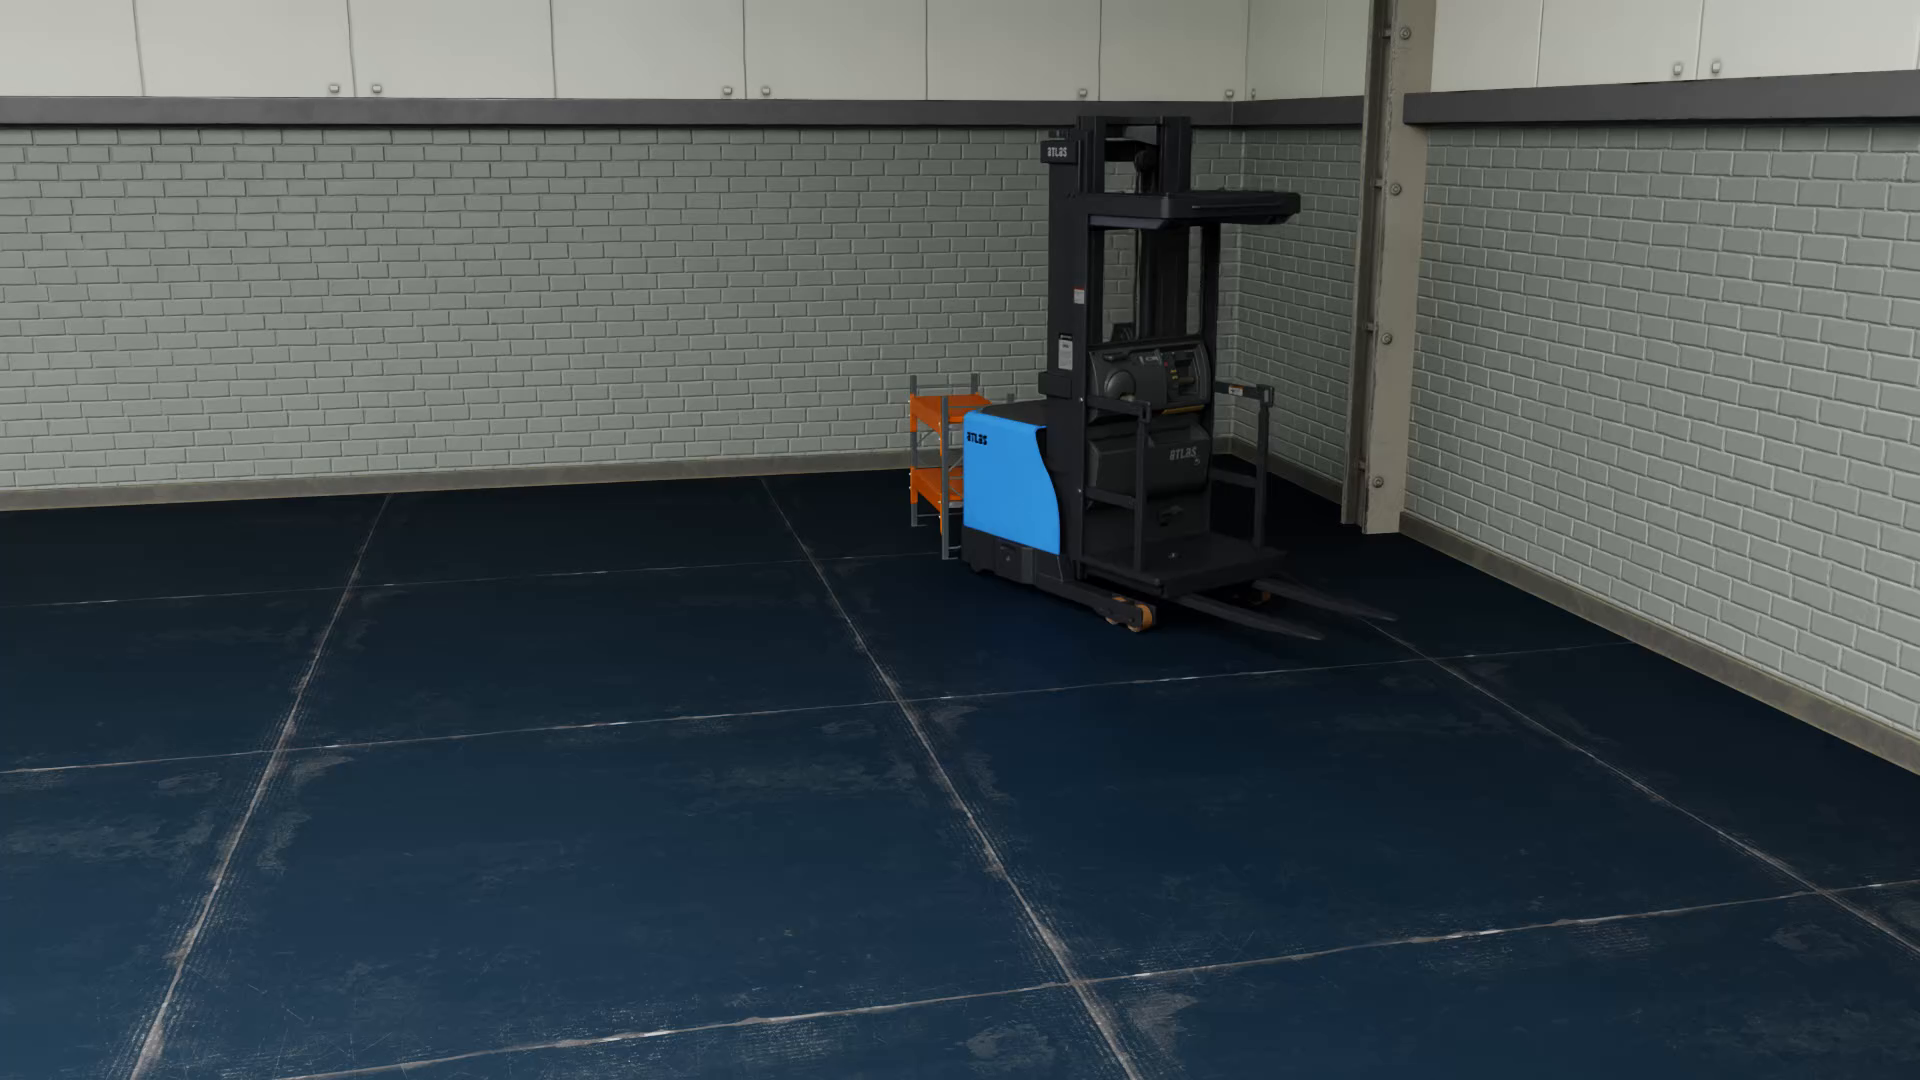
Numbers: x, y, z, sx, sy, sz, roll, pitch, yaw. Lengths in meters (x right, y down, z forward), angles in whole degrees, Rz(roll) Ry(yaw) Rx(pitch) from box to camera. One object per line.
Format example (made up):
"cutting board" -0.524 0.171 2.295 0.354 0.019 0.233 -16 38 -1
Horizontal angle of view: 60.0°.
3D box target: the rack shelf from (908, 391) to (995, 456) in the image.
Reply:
"rack shelf" 0.002 -0.829 11.718 0.538 0.278 1.000 -3 14 -13

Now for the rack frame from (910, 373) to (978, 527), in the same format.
"rack frame" -0.118 -0.662 12.267 0.500 1.125 0.032 -3 14 -13

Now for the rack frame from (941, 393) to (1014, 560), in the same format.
"rack frame" 0.121 -0.428 11.307 0.500 1.125 0.032 -3 14 -13

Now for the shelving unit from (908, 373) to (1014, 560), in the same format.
"shelving unit" 0.002 -0.545 11.787 0.538 1.125 1.048 -3 14 -13

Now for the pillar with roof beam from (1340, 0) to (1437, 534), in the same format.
"pillar with roof beam" -1.136 -4.229 10.274 9.100 9.000 0.400 -3 14 -13

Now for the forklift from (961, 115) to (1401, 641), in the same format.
"forklift" 1.282 -1.015 9.906 1.130 2.935 3.031 -10 17 -35

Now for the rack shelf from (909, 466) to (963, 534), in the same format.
"rack shelf" 0.002 -0.307 11.845 0.538 0.278 1.000 -3 14 -13
